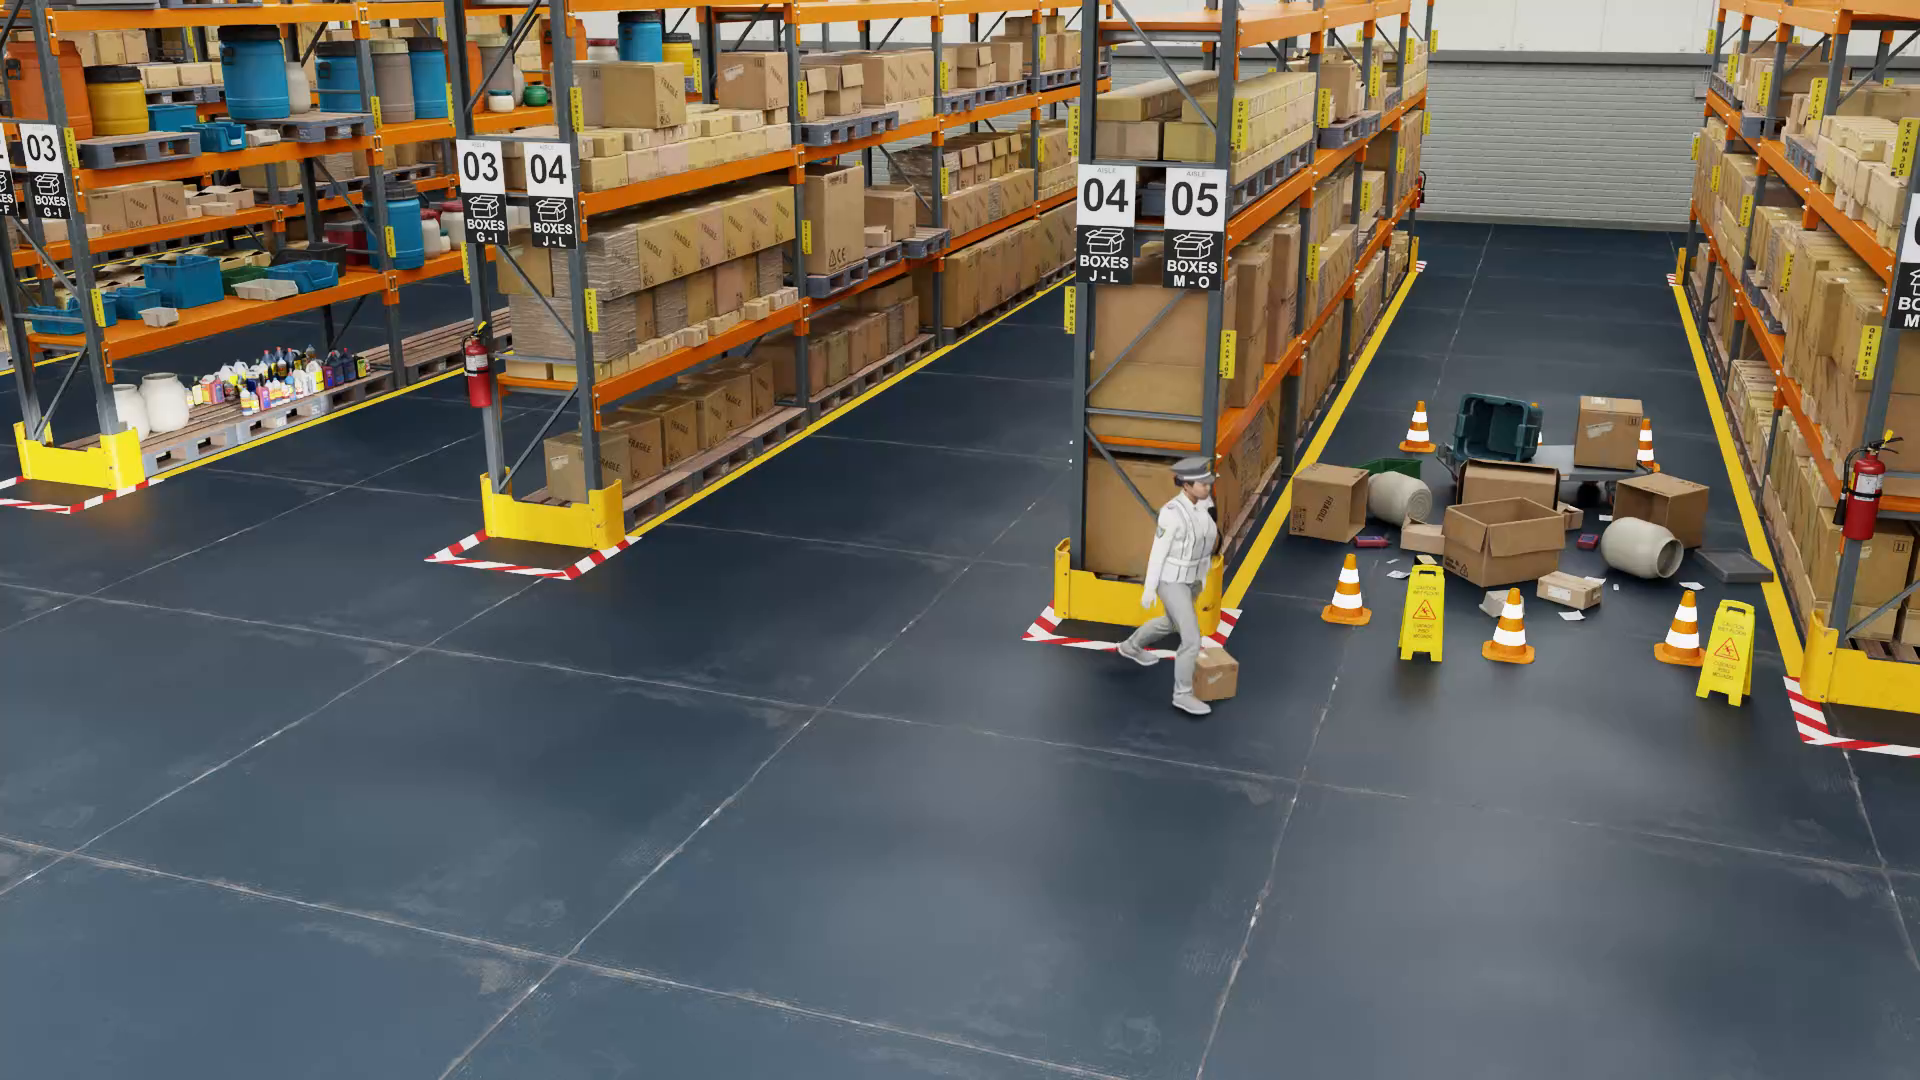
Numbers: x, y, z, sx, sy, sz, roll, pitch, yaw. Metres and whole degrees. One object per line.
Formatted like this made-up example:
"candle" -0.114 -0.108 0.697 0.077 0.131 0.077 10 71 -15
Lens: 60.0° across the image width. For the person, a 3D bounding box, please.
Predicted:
"person" 1.313 0.213 10.437 0.857 1.613 0.516 16 25 40
